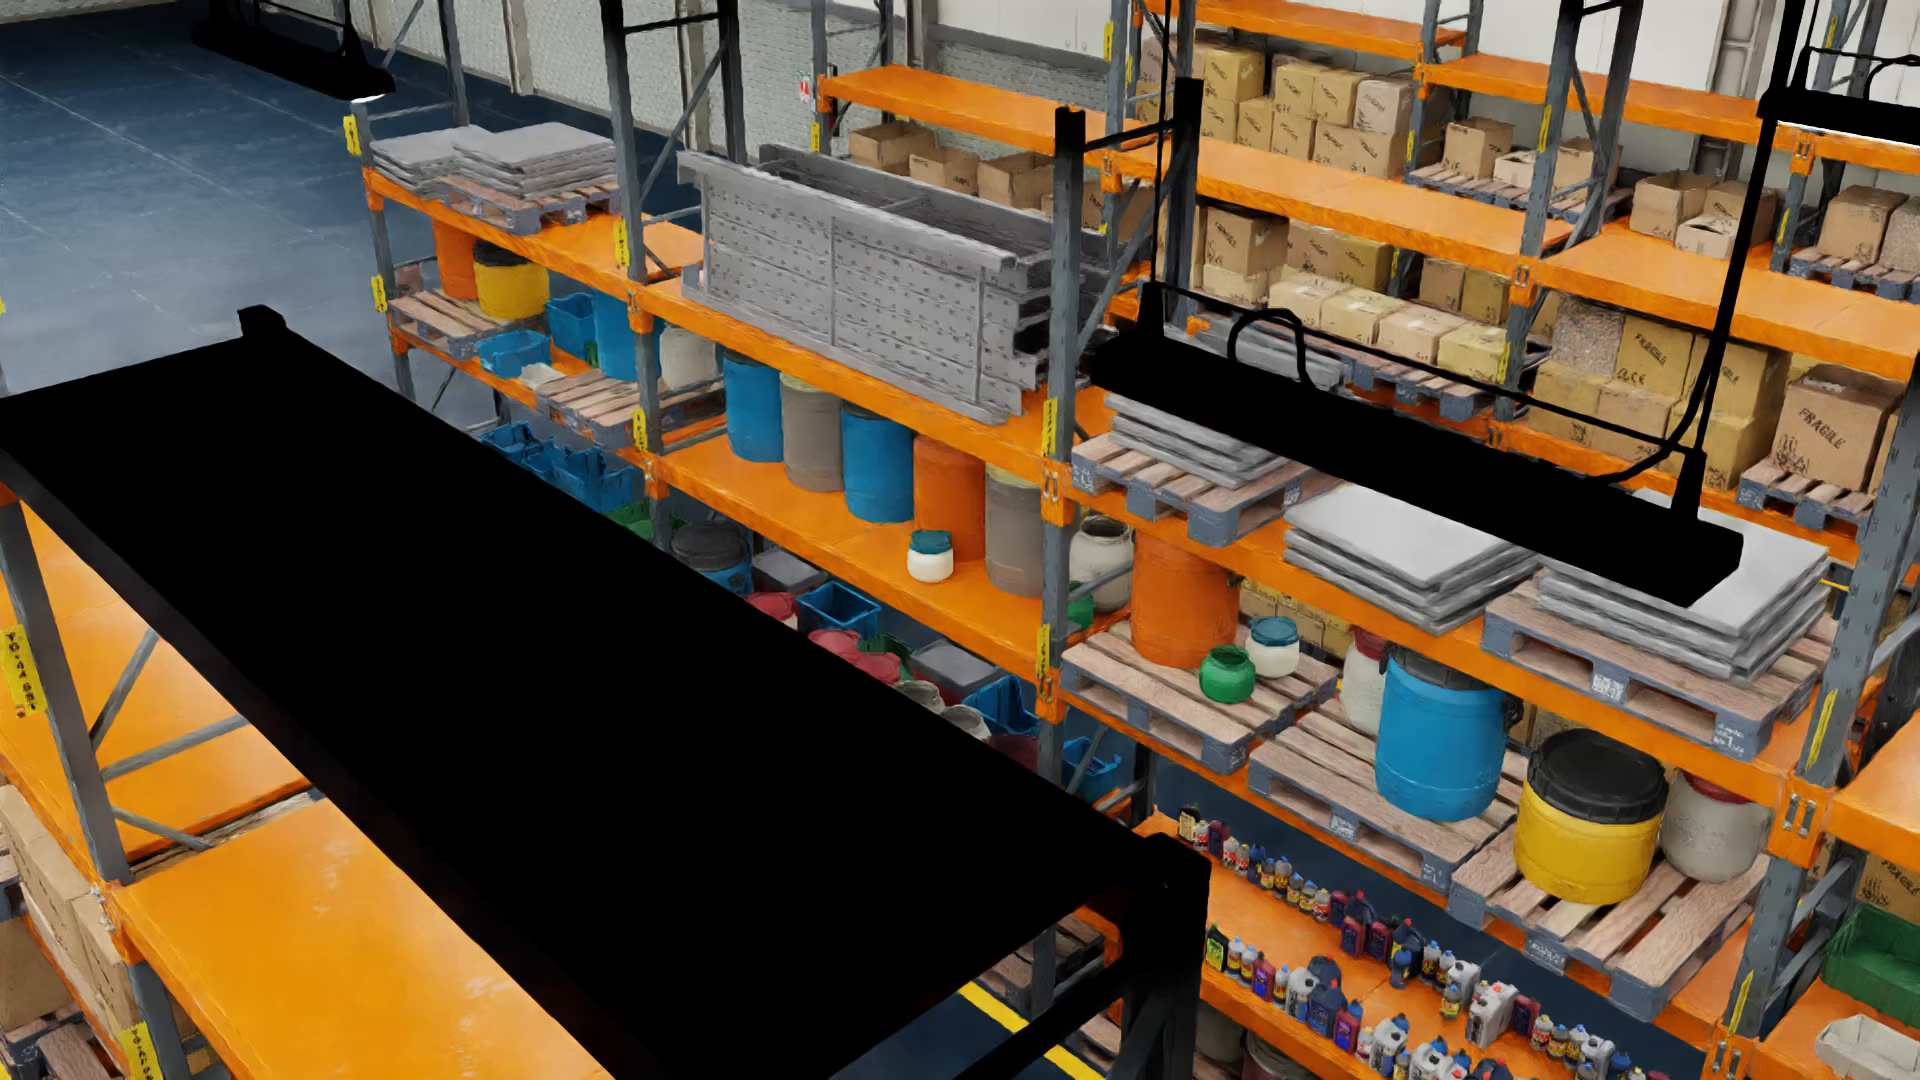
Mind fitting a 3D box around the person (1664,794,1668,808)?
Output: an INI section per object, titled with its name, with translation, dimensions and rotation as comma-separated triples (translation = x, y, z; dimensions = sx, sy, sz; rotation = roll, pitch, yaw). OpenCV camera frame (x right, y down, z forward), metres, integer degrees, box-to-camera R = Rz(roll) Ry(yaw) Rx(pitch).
[person]
translation = 4.590, 2.338, 10.851
dimensions = 0.432, 1.539, 0.947
rotation = -25, 37, -38
